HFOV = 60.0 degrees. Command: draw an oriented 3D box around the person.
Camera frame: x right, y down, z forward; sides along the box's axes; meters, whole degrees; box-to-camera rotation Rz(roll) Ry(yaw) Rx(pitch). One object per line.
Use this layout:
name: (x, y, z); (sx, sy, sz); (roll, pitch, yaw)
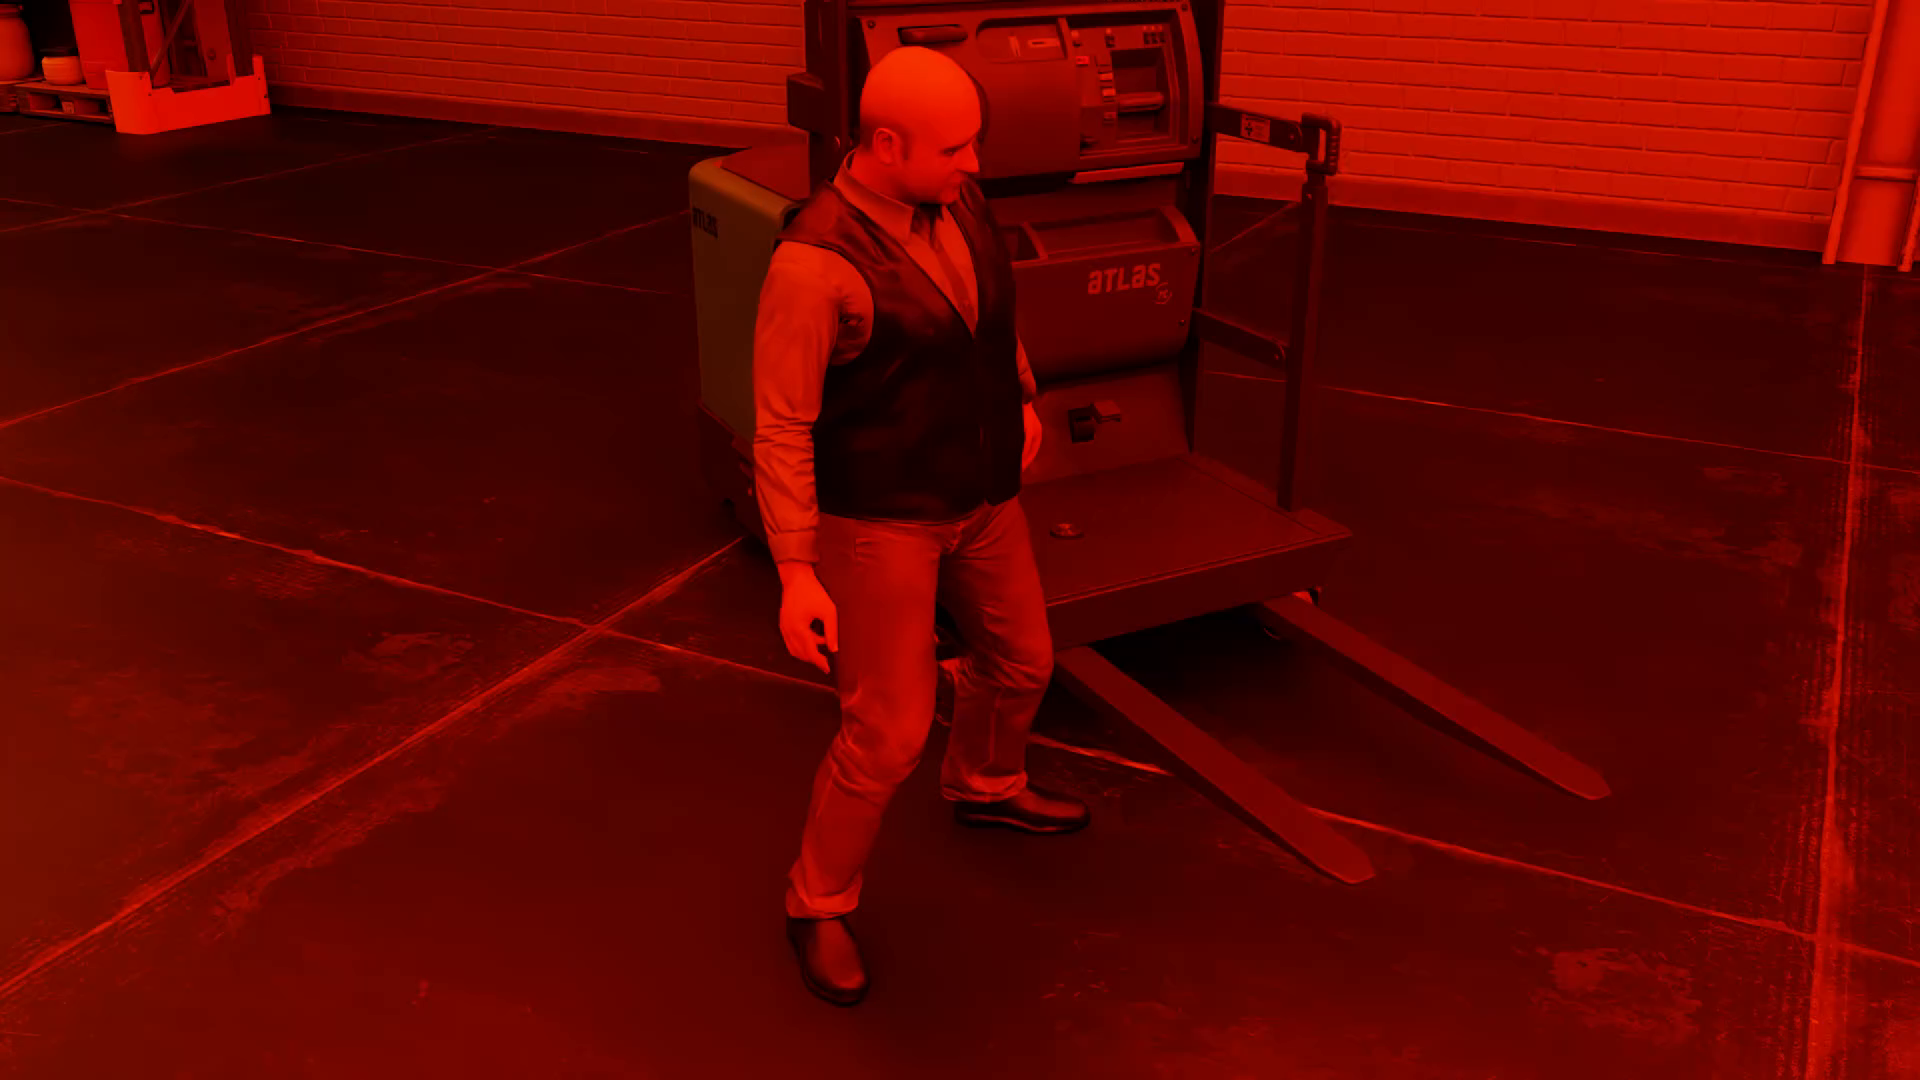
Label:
person: (-0.084, -0.049, 3.047); (0.373, 1.678, 0.894); (18, 29, 35)

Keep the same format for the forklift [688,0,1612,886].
forklift: (0.296, -1.102, 3.908); (1.130, 2.935, 3.031); (-12, 26, -26)
